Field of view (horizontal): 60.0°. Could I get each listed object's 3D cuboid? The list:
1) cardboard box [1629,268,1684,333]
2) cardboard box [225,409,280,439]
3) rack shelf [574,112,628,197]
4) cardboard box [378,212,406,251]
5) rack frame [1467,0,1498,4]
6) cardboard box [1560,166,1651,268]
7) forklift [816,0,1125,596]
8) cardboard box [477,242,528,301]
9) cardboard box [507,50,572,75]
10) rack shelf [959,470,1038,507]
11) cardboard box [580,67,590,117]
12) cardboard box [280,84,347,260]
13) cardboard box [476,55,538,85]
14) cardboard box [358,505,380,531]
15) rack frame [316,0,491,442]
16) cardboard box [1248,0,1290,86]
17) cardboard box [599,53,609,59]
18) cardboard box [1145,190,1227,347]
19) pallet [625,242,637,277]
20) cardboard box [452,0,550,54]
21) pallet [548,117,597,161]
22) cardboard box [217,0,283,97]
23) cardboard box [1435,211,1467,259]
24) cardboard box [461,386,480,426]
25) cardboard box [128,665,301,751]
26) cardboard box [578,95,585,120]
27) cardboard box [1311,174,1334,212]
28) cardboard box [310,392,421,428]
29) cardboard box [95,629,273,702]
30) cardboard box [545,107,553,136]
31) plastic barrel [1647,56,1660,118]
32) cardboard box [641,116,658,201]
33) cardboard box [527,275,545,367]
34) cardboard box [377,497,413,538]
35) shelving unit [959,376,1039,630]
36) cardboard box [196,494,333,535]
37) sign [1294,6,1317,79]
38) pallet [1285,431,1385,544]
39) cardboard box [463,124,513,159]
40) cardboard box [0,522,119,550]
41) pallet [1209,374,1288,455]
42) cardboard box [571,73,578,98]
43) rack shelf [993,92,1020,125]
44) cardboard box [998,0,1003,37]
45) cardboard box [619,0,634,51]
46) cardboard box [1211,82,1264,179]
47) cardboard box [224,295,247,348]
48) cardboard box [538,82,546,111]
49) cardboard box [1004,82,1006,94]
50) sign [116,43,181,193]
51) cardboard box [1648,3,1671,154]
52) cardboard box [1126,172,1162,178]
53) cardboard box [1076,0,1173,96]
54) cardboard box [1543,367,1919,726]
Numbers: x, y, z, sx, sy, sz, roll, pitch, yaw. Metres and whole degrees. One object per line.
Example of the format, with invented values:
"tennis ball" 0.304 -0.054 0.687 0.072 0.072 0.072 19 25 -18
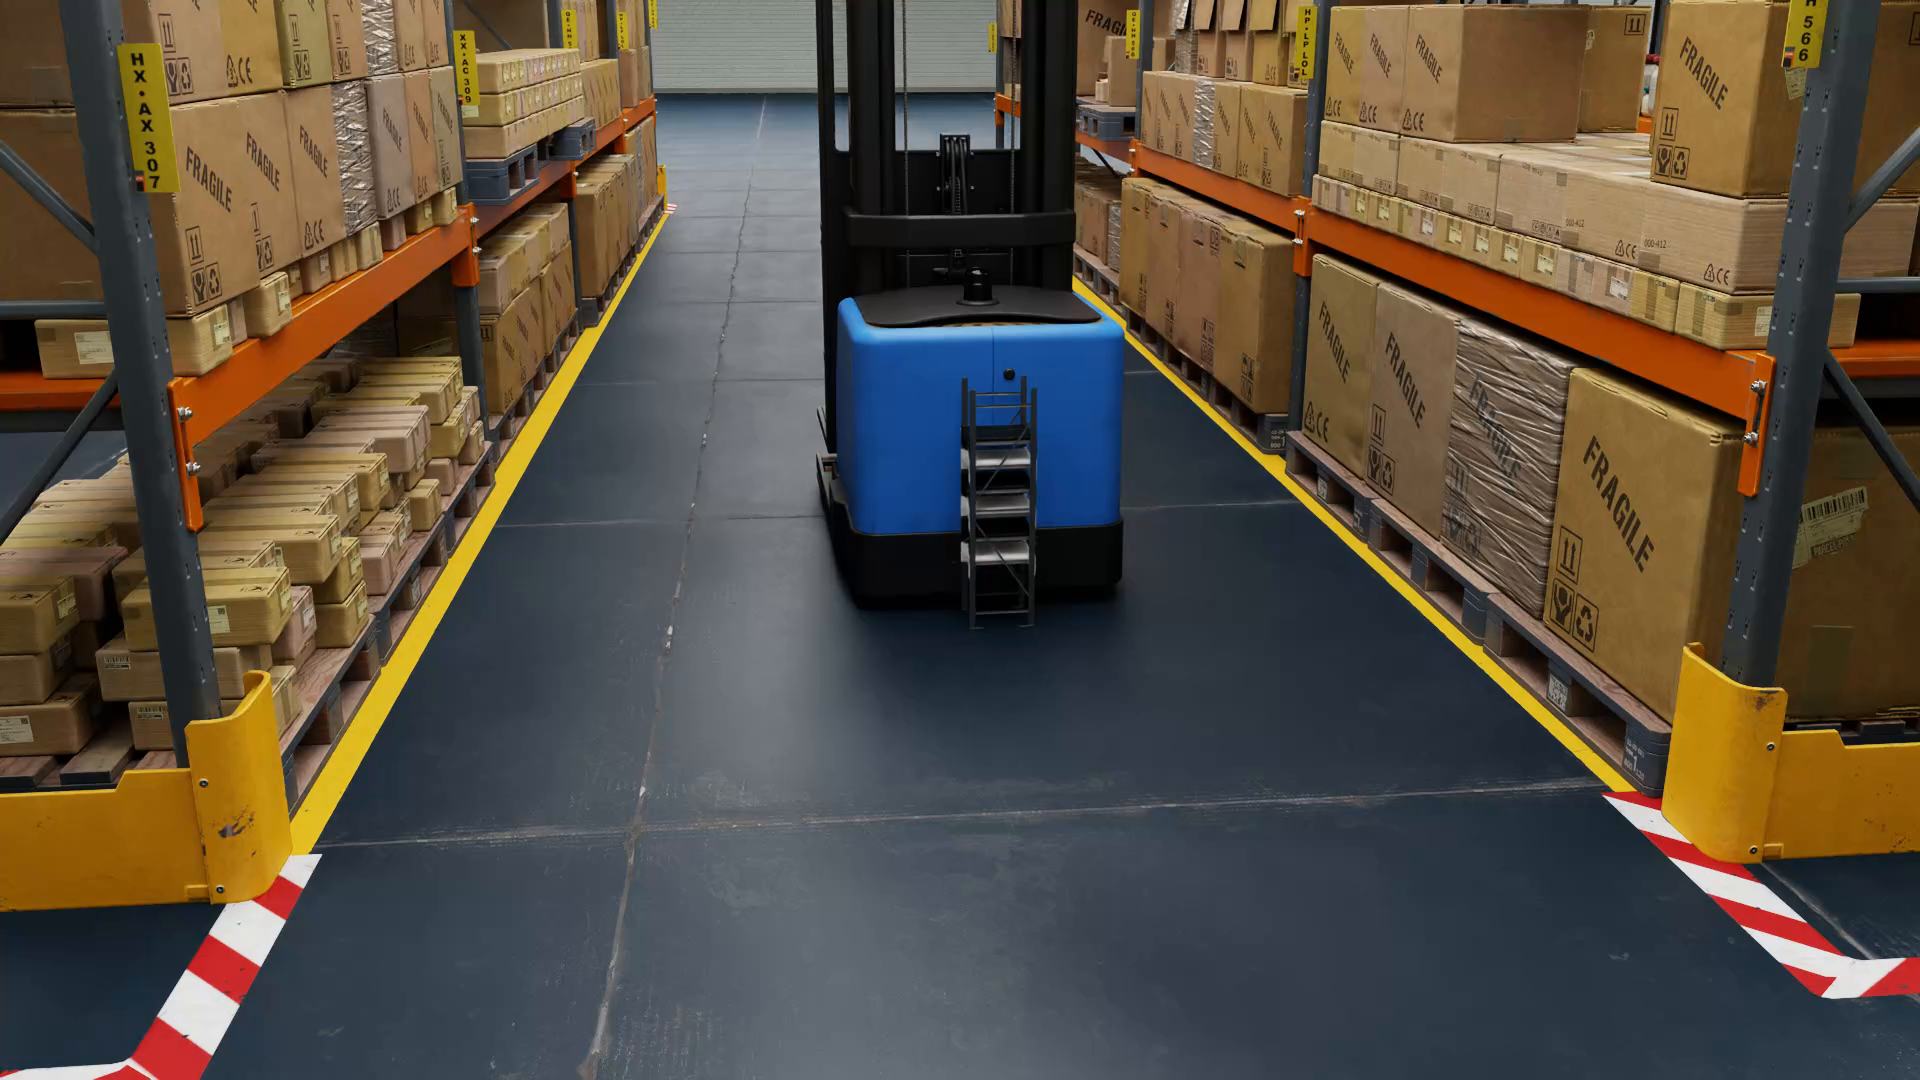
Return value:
"cardboard box" 2.180 -0.696 4.805 0.380 0.149 0.250 -2 18 -5
"cardboard box" -2.915 -0.413 6.550 0.380 0.149 0.250 -1 17 -4
"rack shelf" -3.403 -3.155 13.421 1.077 0.370 4.000 -2 18 -6
"cardboard box" -2.359 -1.201 6.414 0.380 0.149 0.250 -3 18 -8
"rack frame" 5.849 -5.562 19.887 1.000 3.000 0.127 -2 18 -6
"cardboard box" 2.207 -1.000 5.109 0.500 0.250 0.500 -2 18 -7
"forklift" -0.088 -1.585 7.334 1.130 2.935 3.031 -2 18 -8
"cardboard box" -2.655 -1.464 9.051 0.500 0.250 0.500 -1 17 -4
"cardboard box" -2.639 -2.982 10.394 0.380 0.149 0.250 -1 17 -4
"rack shelf" 0.140 -0.189 6.087 0.258 0.077 0.200 -2 18 -8
"cardboard box" -3.029 -3.244 12.335 0.500 0.500 0.500 -2 18 -6
"cardboard box" -2.261 -1.156 5.189 0.500 0.500 0.500 -2 17 -5
"cardboard box" -2.476 -2.517 8.912 0.380 0.149 0.250 -2 18 -6
"cardboard box" -2.383 -0.135 6.162 0.380 0.149 0.250 -1 17 -3
"rack frame" -2.784 -1.711 7.619 1.000 3.000 0.127 -2 18 -6
"cardboard box" 2.027 -2.755 9.104 0.797 0.503 0.637 -2 17 -5
"cardboard box" -3.659 -4.276 15.538 0.875 0.550 0.550 -2 18 -6
"cardboard box" 1.882 -1.741 10.559 1.225 0.875 0.875 -2 18 -5
"pallet" -3.454 -2.537 14.904 1.003 0.211 1.213 -2 18 -6
"cardboard box" -3.233 -3.562 11.678 0.700 0.500 0.500 -2 18 -6
"pallet" -3.017 -2.602 10.778 1.213 0.211 1.003 -2 18 -6
"cardboard box" -2.212 -1.478 4.545 0.500 0.500 0.500 -1 17 -4
"cardboard box" 2.022 -1.152 6.257 0.380 0.149 0.250 -2 18 -7
"cardboard box" -2.435 -0.609 7.671 0.380 0.149 0.250 -1 17 -5
"cardboard box" -2.107 0.474 4.716 0.380 0.149 0.250 -1 17 -5
"cardboard box" -2.688 -2.851 10.967 0.380 0.149 0.250 -1 17 -5
"cardboard box" 1.860 -1.616 7.736 0.380 0.149 0.250 -2 18 -6
"cardboard box" -2.440 -0.509 6.854 0.380 0.149 0.250 -1 17 -4
"cardboard box" -2.170 0.335 4.666 0.380 0.149 0.250 -1 17 -3
"cardboard box" -2.530 -2.387 9.491 0.380 0.149 0.250 -3 18 -8
"plastic barrel" 6.218 -3.925 14.445 0.433 0.535 0.433 0 17 0
"cardboard box" -3.886 -4.273 18.626 0.875 0.875 0.875 -2 18 -5
"cardboard box" -2.720 -1.260 9.656 0.500 0.500 0.500 -1 17 -5
"cardboard box" -2.338 -0.057 6.409 0.380 0.149 0.250 -1 17 -5
"shelving unit" 0.140 -0.135 6.104 0.258 0.900 0.210 -2 18 -8
"cardboard box" -2.242 -0.039 5.358 0.380 0.149 0.250 -3 18 -8
"sign" 1.621 -2.329 7.787 0.100 0.325 0.005 -2 18 -6
"pallet" 2.161 -0.275 7.700 1.003 0.211 1.213 -2 18 -6
"cardboard box" -2.367 -1.923 8.013 0.380 0.149 0.250 -3 18 -8
"cardboard box" -2.800 0.057 5.053 0.380 0.149 0.250 -2 18 -7
"pallet" 2.006 -0.731 9.154 1.003 0.211 1.213 -2 18 -6
"cardboard box" -2.663 -2.913 10.668 0.380 0.149 0.250 -1 17 -4
"rack shelf" 1.129 -4.470 17.609 1.077 0.370 4.000 -2 18 -6
"cardboard box" 0.708 -5.904 18.642 0.500 0.500 0.500 -2 18 -6
"cardboard box" -3.704 -5.118 16.417 0.875 0.550 0.550 -2 18 -6
"cardboard box" 1.735 -2.316 9.379 0.500 0.500 0.500 -2 18 -6
"cardboard box" -2.146 -0.581 4.438 0.380 0.149 0.250 -1 17 -4
"cardboard box" -2.507 -2.456 9.213 0.380 0.149 0.250 -2 18 -7
"cardboard box" 0.715 -5.197 19.143 0.380 0.149 0.250 -2 18 -6
"sign" -1.832 -0.949 3.747 0.100 0.325 0.005 -2 18 -6
"cardboard box" 2.681 -1.525 5.529 0.500 0.500 0.500 -2 18 -7
"cardboard box" 1.584 -2.757 13.139 0.500 0.250 0.500 0 17 1
"cardboard box" 1.278 -4.463 14.683 1.000 1.000 1.000 -2 18 -5
"cardboard box" 2.427 -0.017 5.071 0.875 0.875 0.875 -2 18 -6
